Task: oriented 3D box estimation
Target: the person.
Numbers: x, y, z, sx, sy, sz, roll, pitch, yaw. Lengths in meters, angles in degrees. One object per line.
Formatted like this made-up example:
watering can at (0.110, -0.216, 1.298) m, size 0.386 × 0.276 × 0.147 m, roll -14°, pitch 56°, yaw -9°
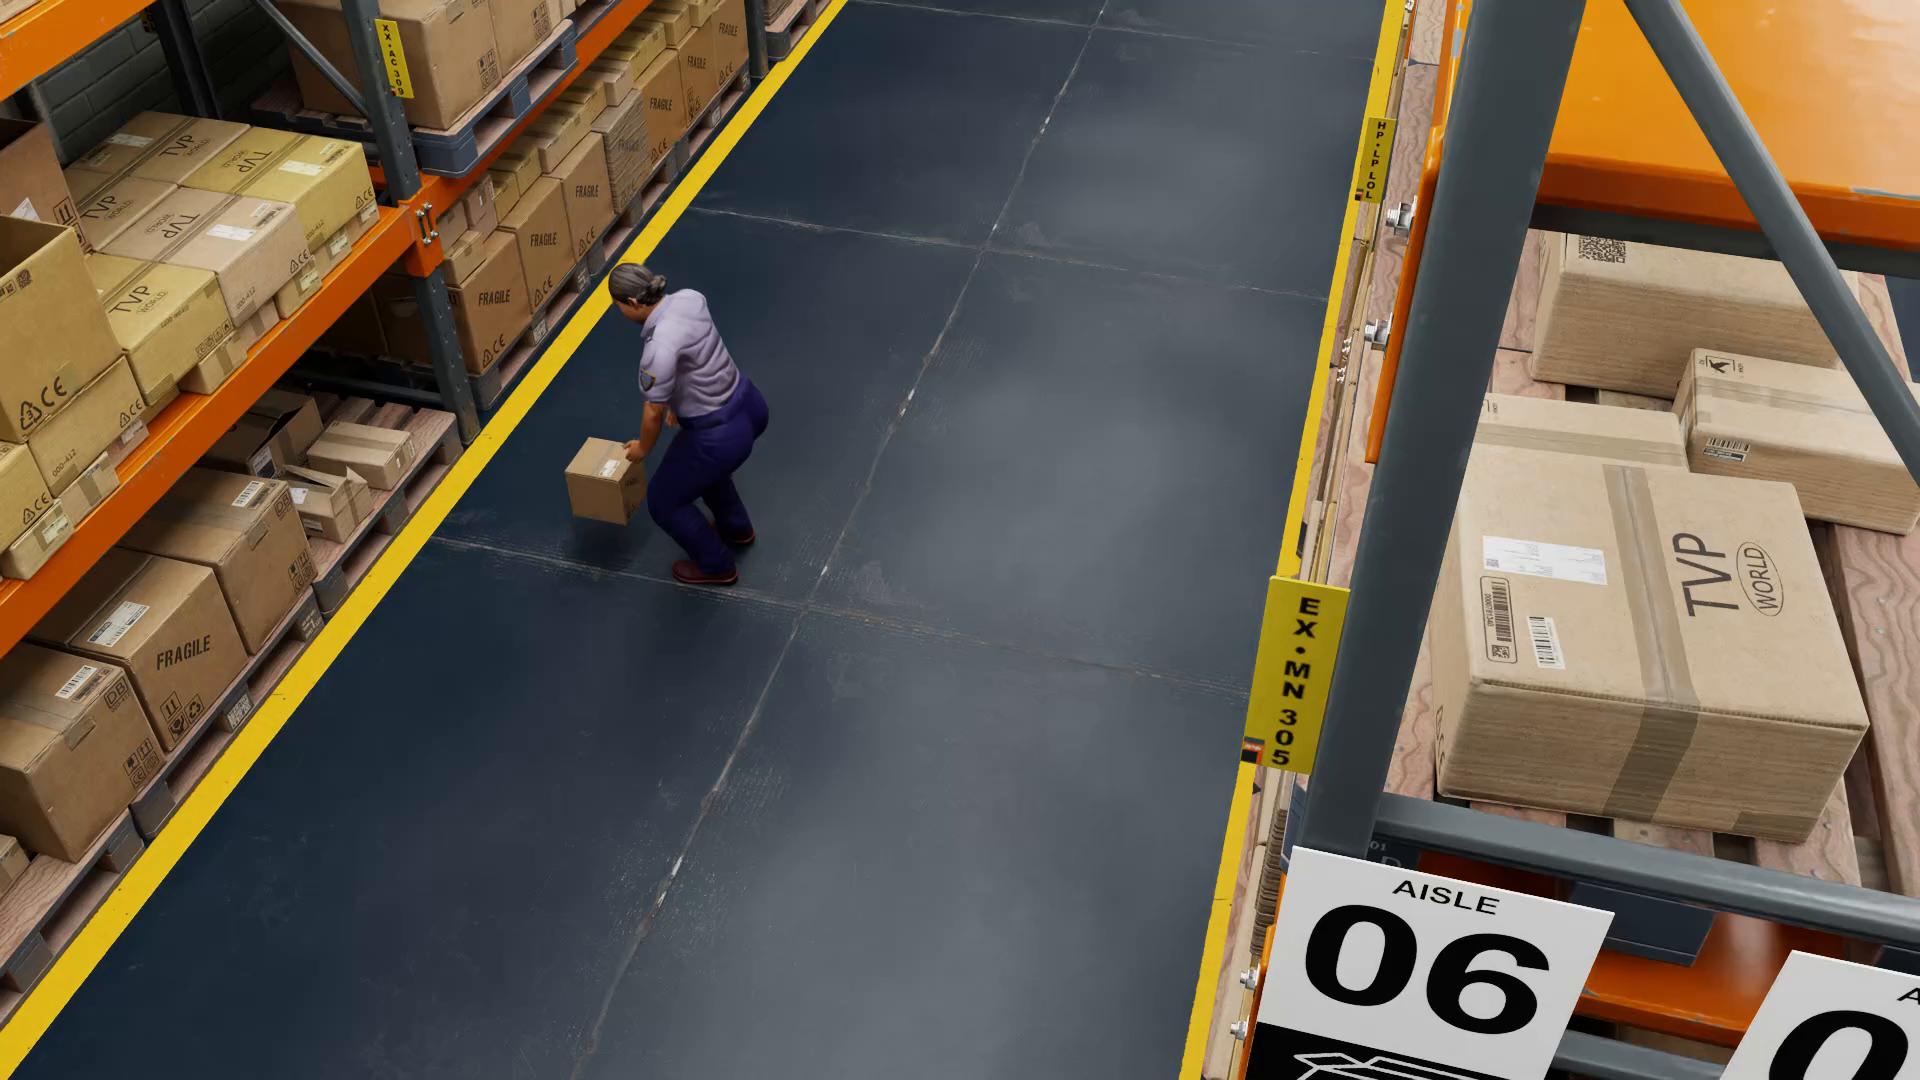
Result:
person at (-1.092, -0.462, 6.827) m, size 0.551 × 1.490 × 0.525 m, roll 11°, pitch 42°, yaw 12°
